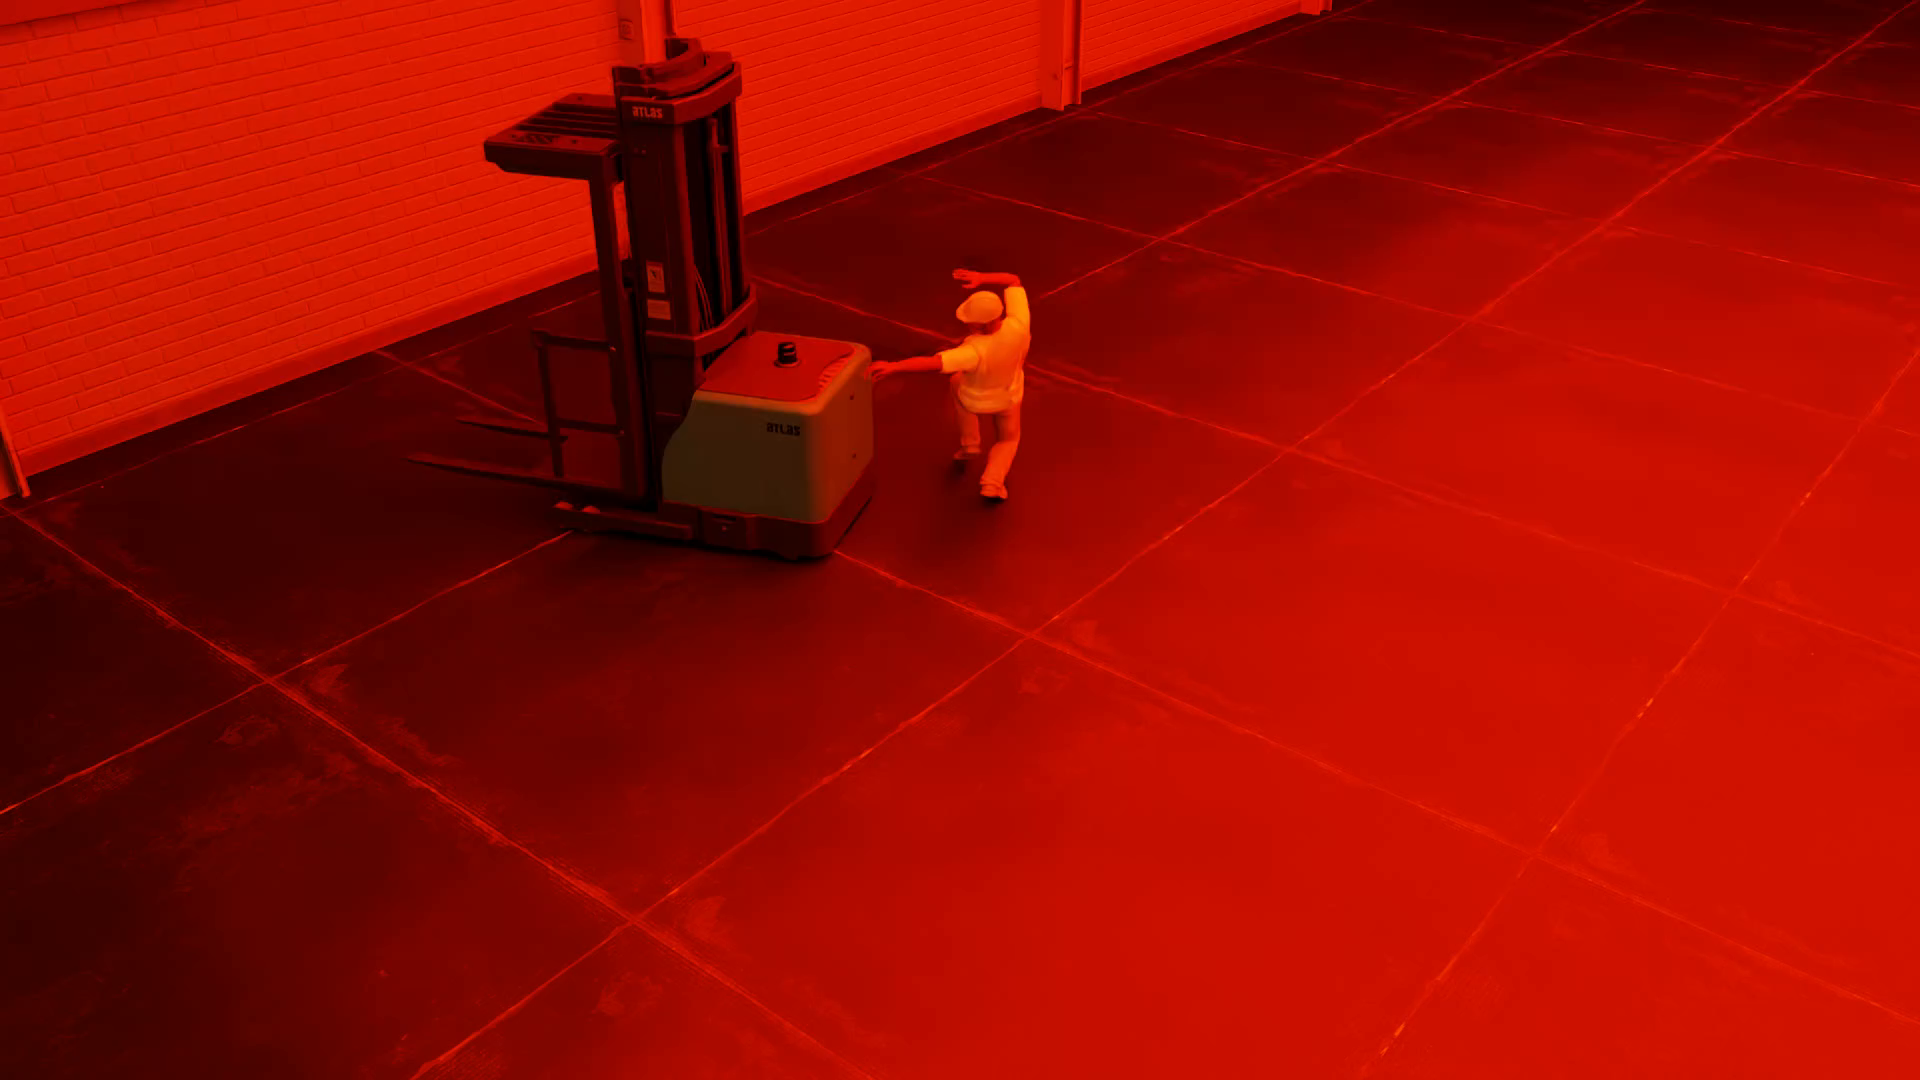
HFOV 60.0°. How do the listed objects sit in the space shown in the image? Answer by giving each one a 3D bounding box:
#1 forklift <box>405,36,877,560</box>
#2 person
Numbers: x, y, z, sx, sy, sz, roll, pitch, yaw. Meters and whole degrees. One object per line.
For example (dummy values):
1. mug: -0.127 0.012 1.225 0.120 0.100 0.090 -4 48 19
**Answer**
1. forklift: -2.124 -1.557 10.259 3.031 2.935 1.130 9 31 14
2. person: -0.124 -1.009 10.762 1.103 1.531 0.898 -5 31 -9
